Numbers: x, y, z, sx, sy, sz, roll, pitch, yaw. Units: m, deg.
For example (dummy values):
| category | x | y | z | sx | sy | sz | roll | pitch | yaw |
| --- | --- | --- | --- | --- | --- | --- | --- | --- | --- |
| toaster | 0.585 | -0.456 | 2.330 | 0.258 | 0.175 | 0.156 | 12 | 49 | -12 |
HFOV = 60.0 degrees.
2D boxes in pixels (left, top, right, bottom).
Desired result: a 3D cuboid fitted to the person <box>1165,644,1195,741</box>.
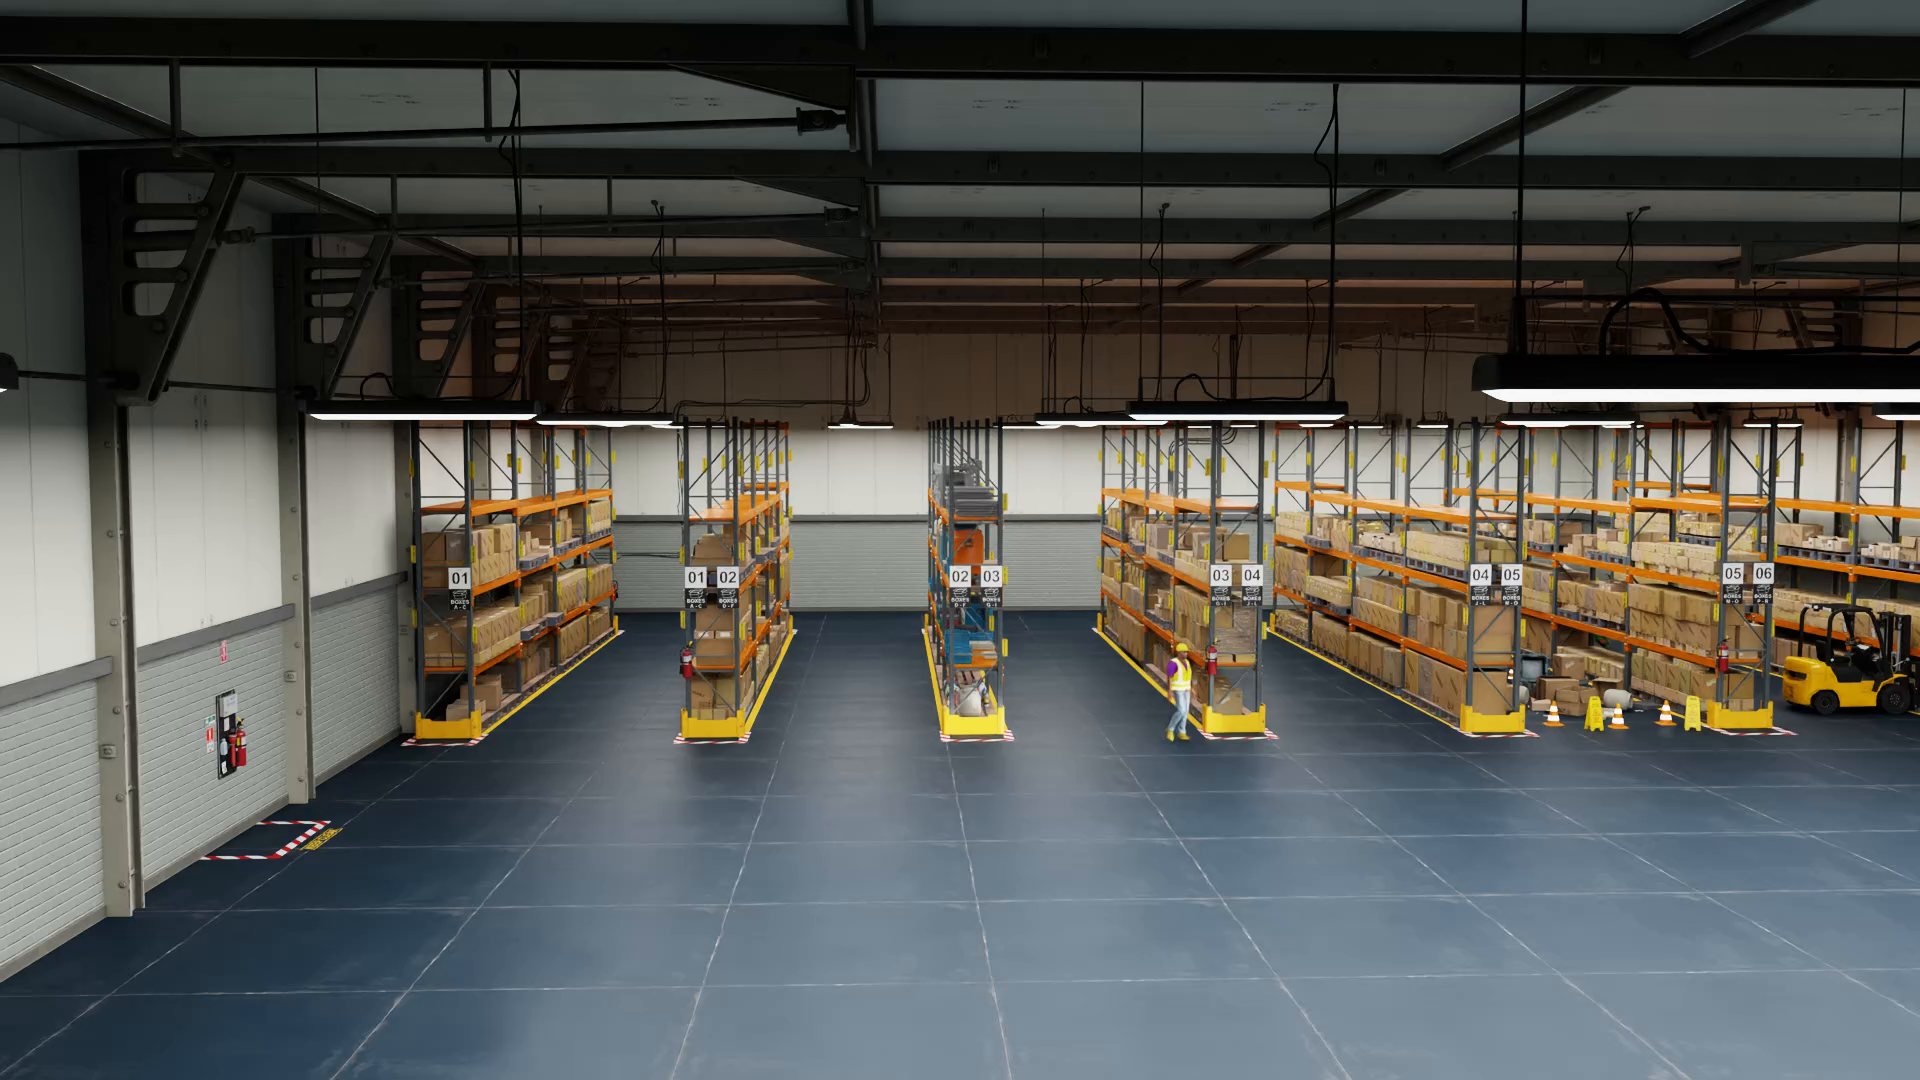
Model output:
| category | x | y | z | sx | sy | sz | roll | pitch | yaw |
| --- | --- | --- | --- | --- | --- | --- | --- | --- | --- |
| person | 4.106 | 2.819 | 30.850 | 0.610 | 1.786 | 0.425 | -4 | 5 | -45 |

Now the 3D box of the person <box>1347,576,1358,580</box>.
| category | x | y | z | sx | sy | sz | roll | pitch | yaw |
| --- | --- | --- | --- | --- | --- | --- | --- | --- | --- |
| person | 11.424 | 1.659 | 48.679 | 1.012 | 1.717 | 0.547 | 1 | 4 | 13 |

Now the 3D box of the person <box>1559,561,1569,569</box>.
| category | x | y | z | sx | sy | sz | roll | pitch | yaw |
| --- | --- | --- | --- | --- | --- | --- | --- | --- | --- |
| person | 18.784 | 1.438 | 51.887 | 0.544 | 1.778 | 0.603 | -1 | 4 | -17 |

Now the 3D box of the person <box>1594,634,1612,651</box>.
| category | x | y | z | sx | sy | sz | roll | pitch | yaw |
| --- | --- | --- | --- | --- | --- | --- | --- | --- | --- |
| person | 16.389 | 2.118 | 42.225 | 0.605 | 1.713 | 0.770 | -1 | 4 | -13 |
